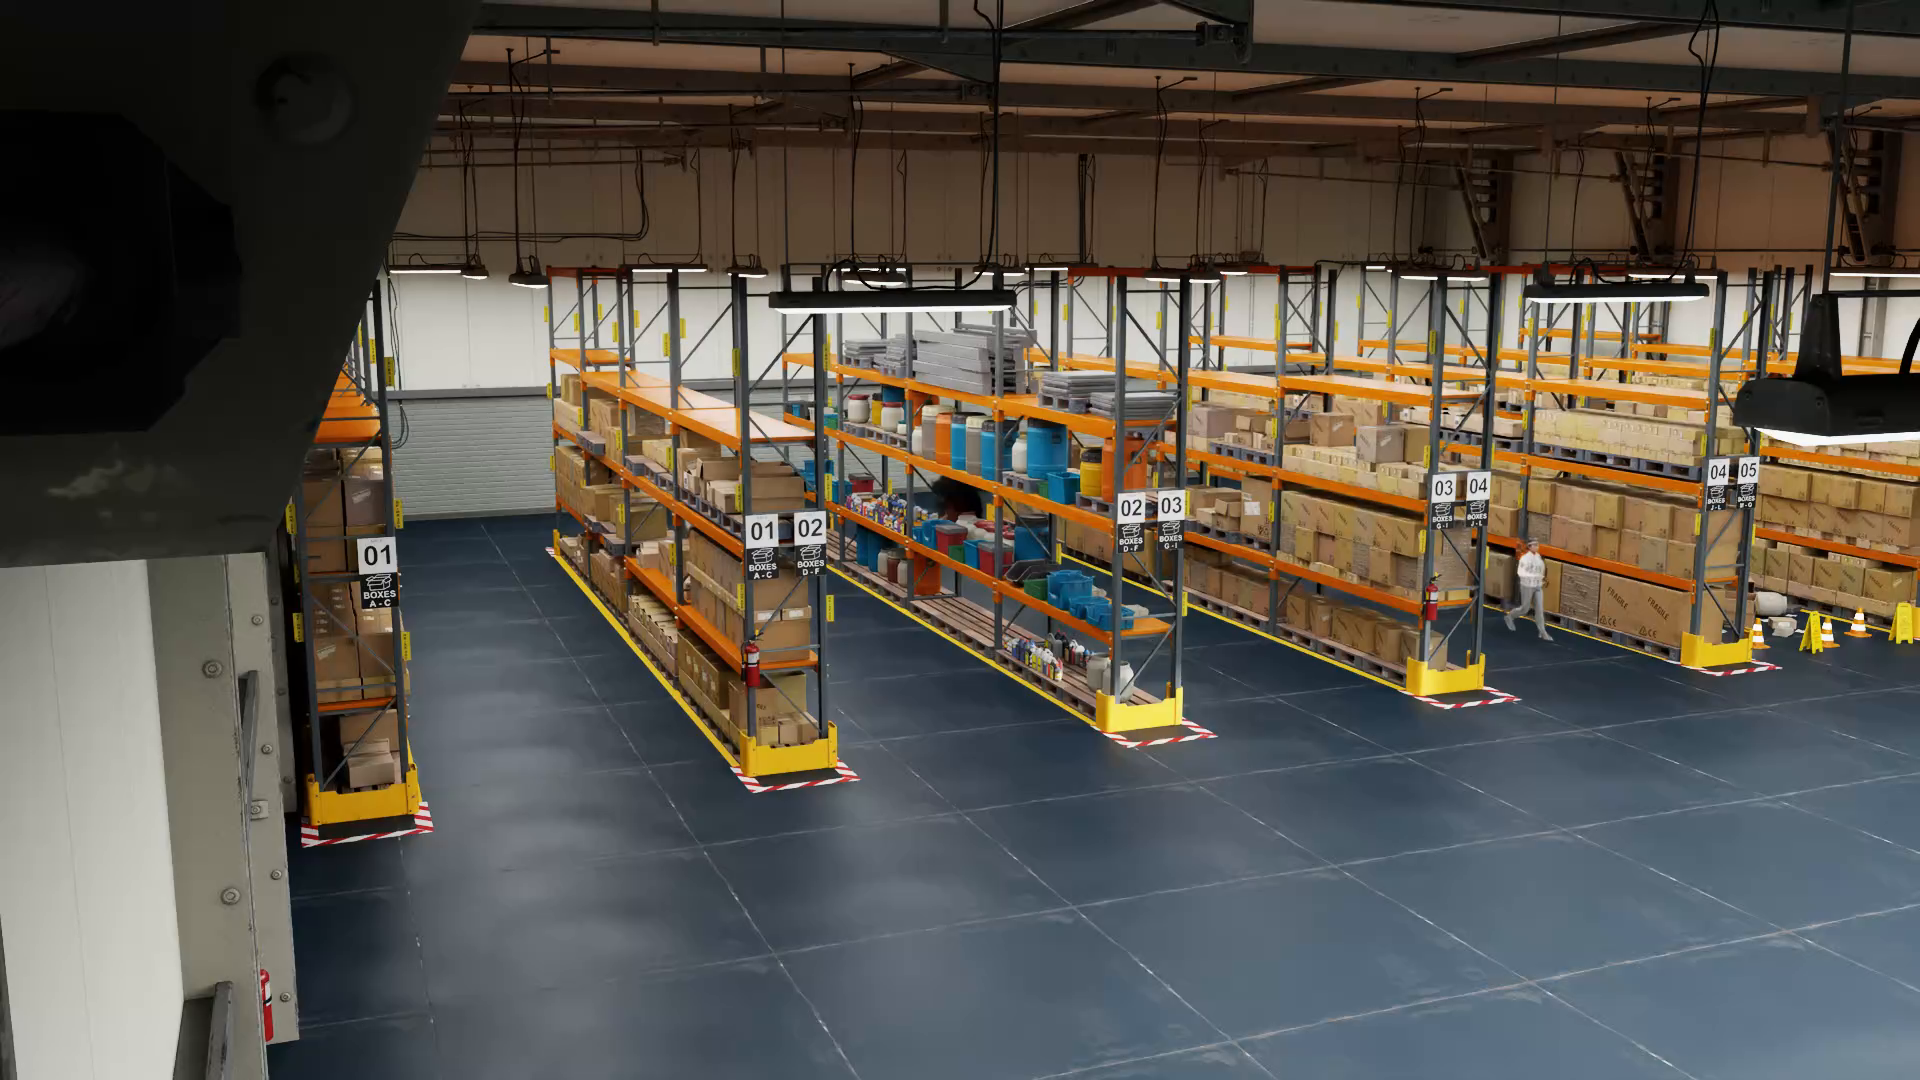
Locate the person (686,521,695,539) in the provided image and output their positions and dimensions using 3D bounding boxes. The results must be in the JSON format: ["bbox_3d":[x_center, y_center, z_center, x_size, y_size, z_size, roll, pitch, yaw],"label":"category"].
[{"bbox_3d":[-5.617,-0.515,34.401,0.659,1.765,0.944,-6,11,-30],"label":"person"}]

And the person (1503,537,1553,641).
[{"bbox_3d":[9.357,0.761,27.214,0.617,1.667,0.957,-6,11,-29],"label":"person"}]

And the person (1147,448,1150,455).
[{"bbox_3d":[4.408,-1.466,40.786,0.747,1.473,0.479,6,12,32],"label":"person"}]
